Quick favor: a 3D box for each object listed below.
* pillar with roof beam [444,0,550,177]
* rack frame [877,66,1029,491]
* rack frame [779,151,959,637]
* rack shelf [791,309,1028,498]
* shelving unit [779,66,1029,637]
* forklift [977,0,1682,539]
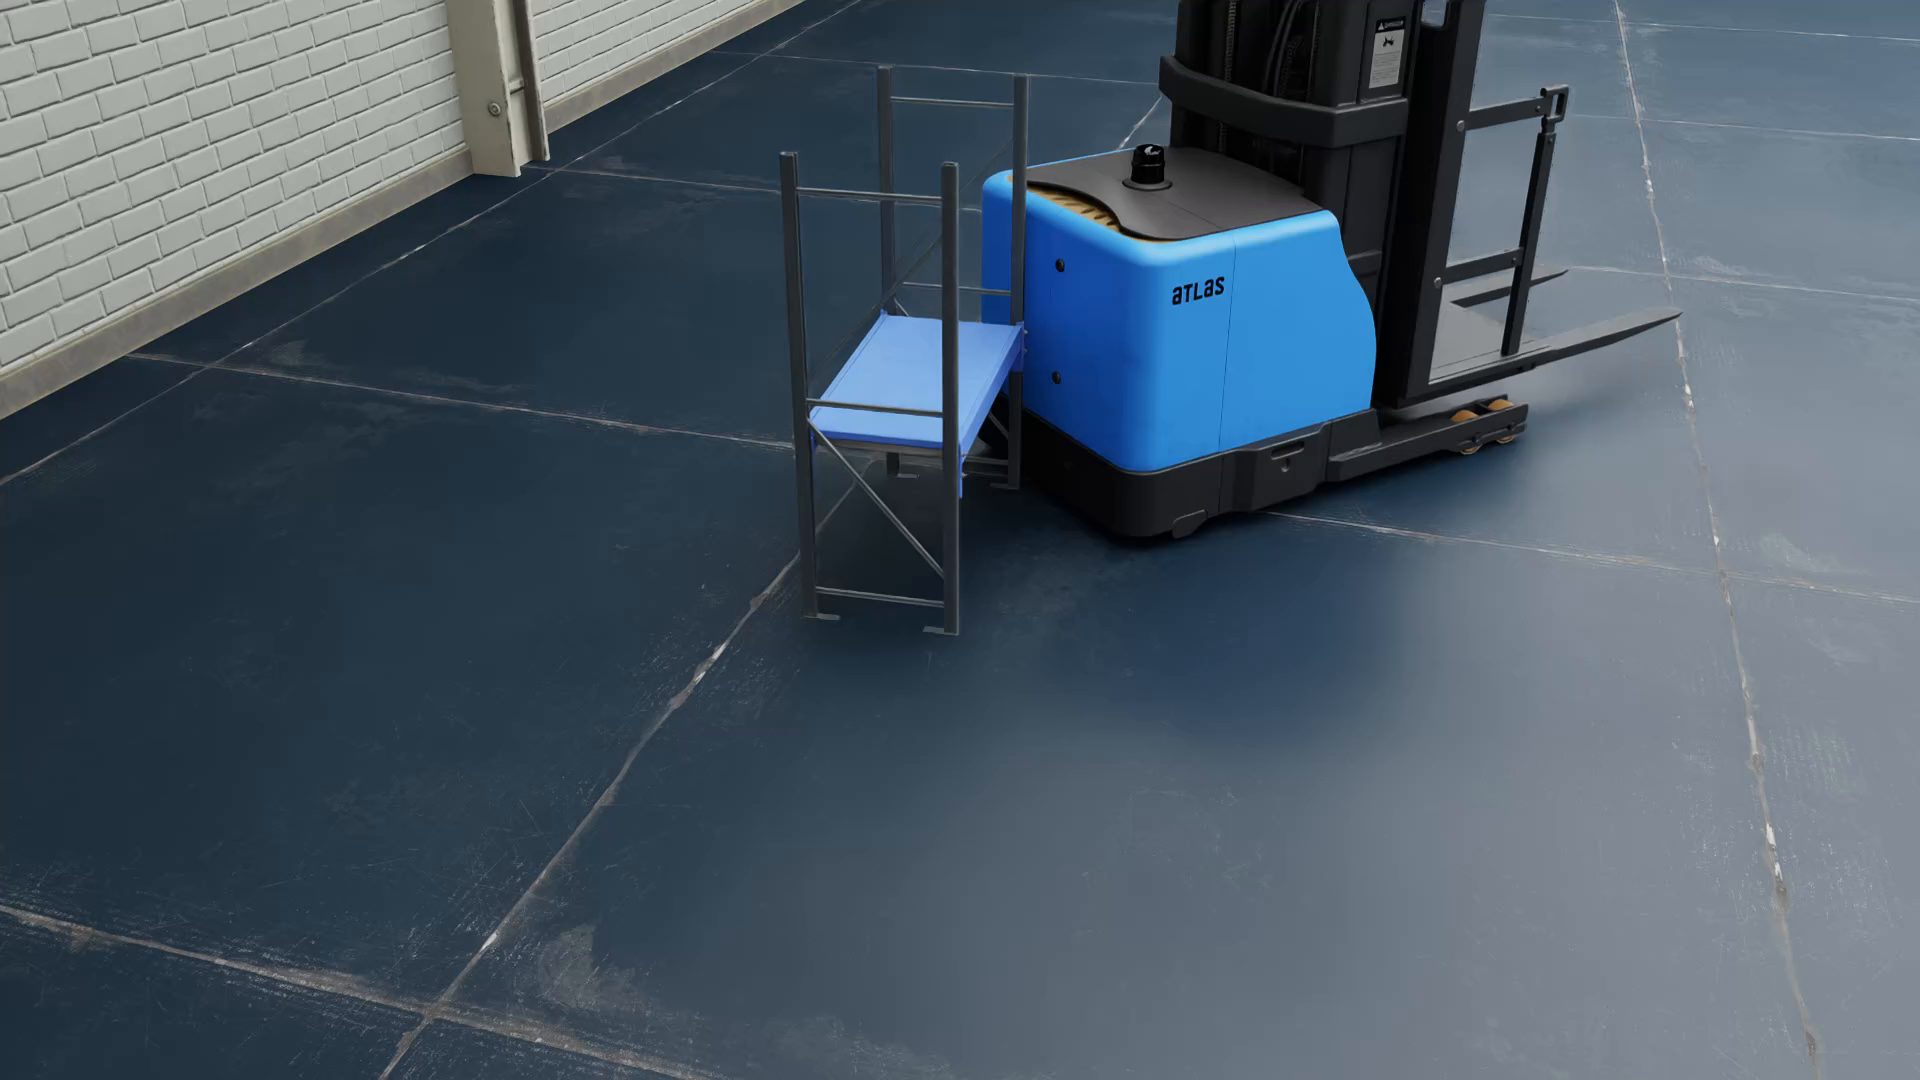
[{"bbox_3d":[1.501,-5.496,6.373,9.100,9.000,0.400,8,30,15],"label":"pillar with roof beam"},{"bbox_3d":[-0.025,-0.867,5.765,0.500,1.500,0.032,6,30,11],"label":"rack frame"},{"bbox_3d":[-0.250,-0.385,4.899,0.500,1.500,0.032,6,30,11],"label":"rack frame"},{"bbox_3d":[-0.137,-0.469,5.420,0.538,0.185,1.000,6,30,11],"label":"rack shelf"},{"bbox_3d":[-0.137,-0.626,5.332,0.538,1.500,1.048,6,30,11],"label":"shelving unit"},{"bbox_3d":[1.589,-1.807,5.983,3.031,2.935,1.130,-17,33,-27],"label":"forklift"}]
